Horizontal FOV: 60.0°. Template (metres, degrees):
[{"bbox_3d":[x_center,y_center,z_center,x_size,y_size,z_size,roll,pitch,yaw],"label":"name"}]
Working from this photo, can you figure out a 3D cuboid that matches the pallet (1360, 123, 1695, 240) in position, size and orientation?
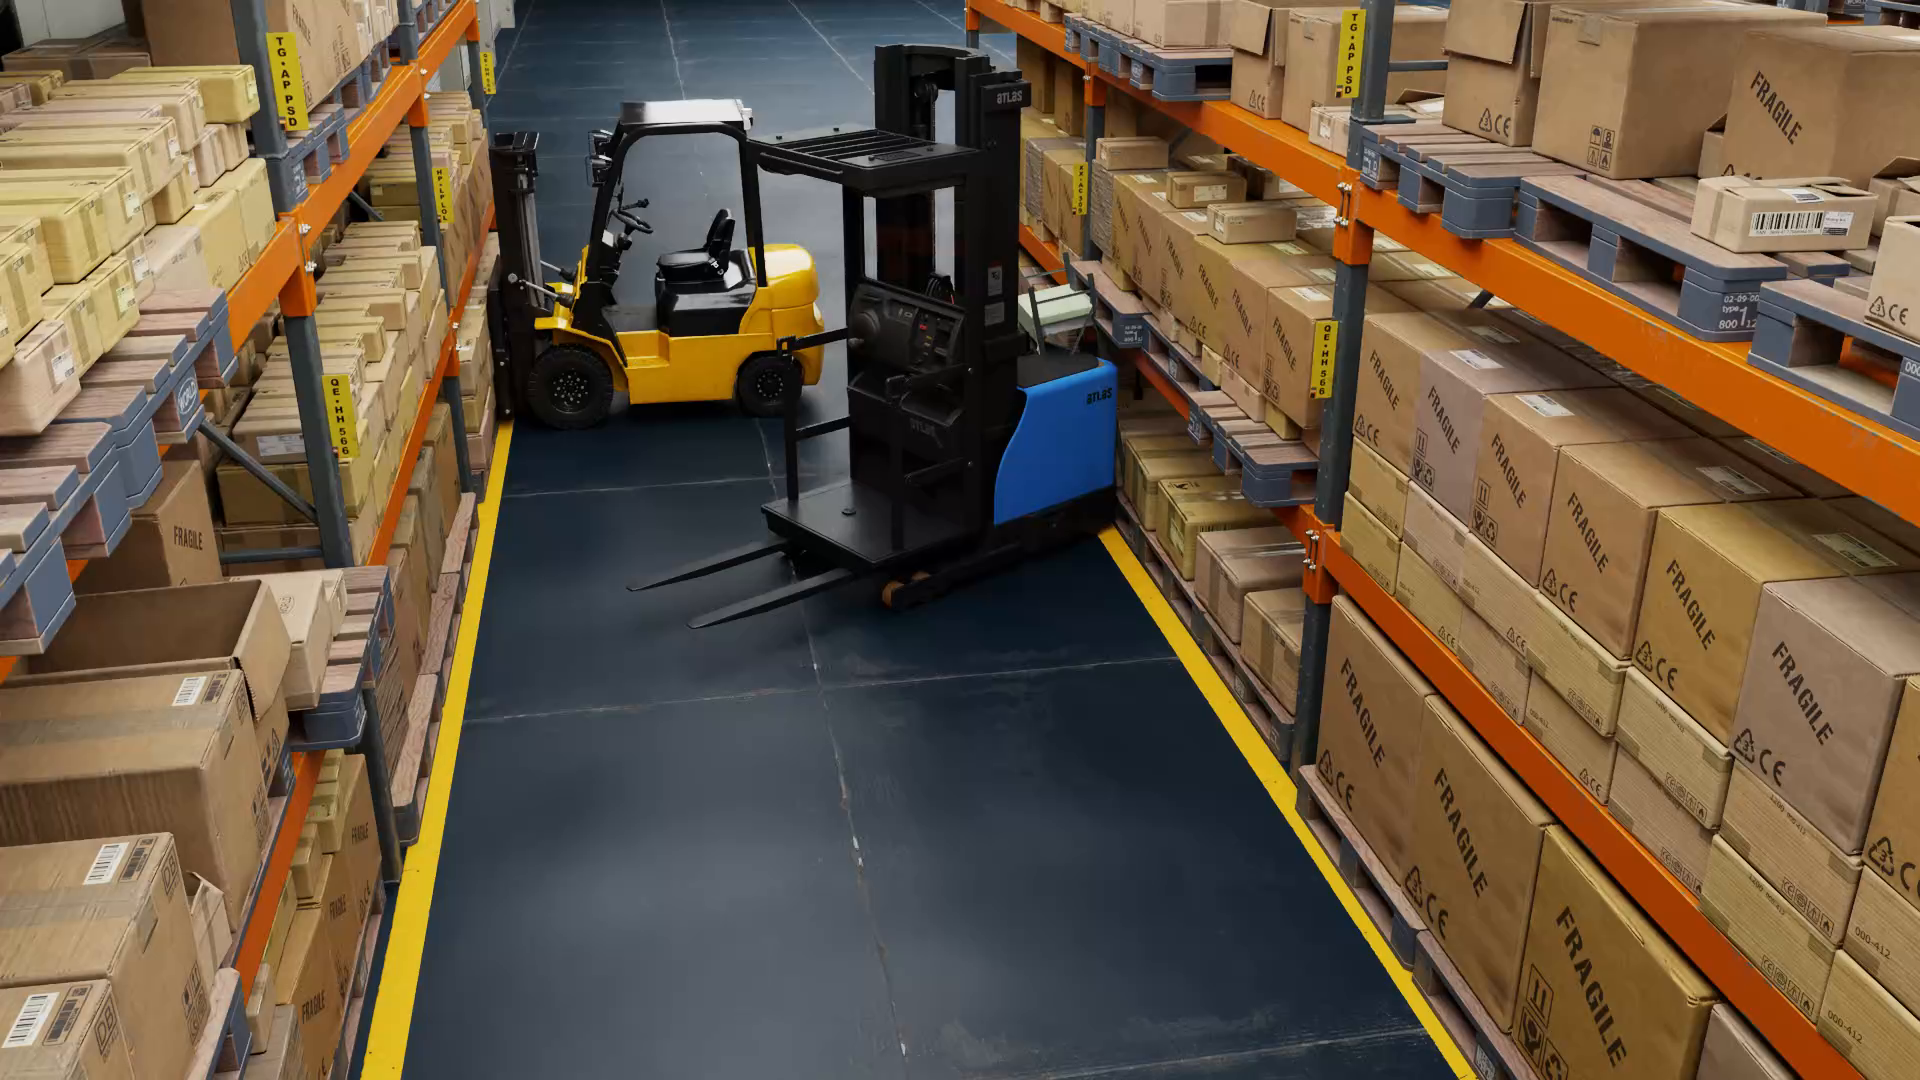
[{"bbox_3d":[2.205,-1.329,6.032,1.213,0.211,1.003,-3,24,-7],"label":"pallet"}]

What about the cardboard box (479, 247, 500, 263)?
[{"bbox_3d":[-3.831,-2.100,12.972,0.500,0.250,0.500,-4,24,-9],"label":"cardboard box"}]

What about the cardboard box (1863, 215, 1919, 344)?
[{"bbox_3d":[2.404,-0.574,3.655,0.500,0.311,0.500,-4,24,-10],"label":"cardboard box"}]

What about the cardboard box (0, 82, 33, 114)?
[{"bbox_3d":[-3.029,-1.279,5.000,0.380,0.149,0.250,-4,24,-9],"label":"cardboard box"}]

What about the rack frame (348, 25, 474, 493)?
[{"bbox_3d":[-3.584,-1.494,9.924,1.000,3.000,0.127,-4,24,-10],"label":"rack frame"}]

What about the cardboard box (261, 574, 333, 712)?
[{"bbox_3d":[-2.331,0.346,5.372,0.500,0.250,0.500,-5,24,-12],"label":"cardboard box"}]

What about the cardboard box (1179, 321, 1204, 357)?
[{"bbox_3d":[1.377,-1.082,8.769,0.380,0.149,0.250,-5,24,-11],"label":"cardboard box"}]

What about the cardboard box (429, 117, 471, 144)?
[{"bbox_3d":[-3.715,-2.927,11.897,0.380,0.149,0.250,-4,24,-9],"label":"cardboard box"}]

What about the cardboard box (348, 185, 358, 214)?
[{"bbox_3d":[-4.017,-2.145,10.479,0.380,0.149,0.250,-4,24,-8],"label":"cardboard box"}]

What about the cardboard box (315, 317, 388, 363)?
[{"bbox_3d":[-2.863,-0.918,7.669,0.380,0.149,0.250,-4,24,-9],"label":"cardboard box"}]

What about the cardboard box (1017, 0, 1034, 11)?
[{"bbox_3d":[0.628,-3.933,12.073,0.380,0.149,0.250,-5,24,-11],"label":"cardboard box"}]

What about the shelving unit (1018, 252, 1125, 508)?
[{"bbox_3d":[0.693,-0.985,10.521,0.431,1.500,0.755,-14,21,-4],"label":"shelving unit"}]

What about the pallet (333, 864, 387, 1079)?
[{"bbox_3d":[-2.743,1.653,6.201,1.003,0.211,1.213,-4,24,-10],"label":"pallet"}]

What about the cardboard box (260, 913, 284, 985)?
[{"bbox_3d":[-2.367,1.328,5.251,0.380,0.149,0.250,-5,24,-11],"label":"cardboard box"}]

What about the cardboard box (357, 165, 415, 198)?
[{"bbox_3d":[-3.506,-2.216,10.269,0.380,0.149,0.250,-4,24,-9],"label":"cardboard box"}]

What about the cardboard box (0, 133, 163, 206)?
[{"bbox_3d":[-2.250,-0.922,4.184,0.380,0.149,0.250,-4,24,-10],"label":"cardboard box"}]

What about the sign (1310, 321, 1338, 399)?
[{"bbox_3d":[1.502,-0.740,6.849,0.100,0.325,0.005,-4,24,-10],"label":"sign"}]

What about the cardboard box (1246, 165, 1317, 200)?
[{"bbox_3d":[1.815,-1.994,9.236,0.380,0.149,0.250,-5,24,-12],"label":"cardboard box"}]

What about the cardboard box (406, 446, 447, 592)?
[{"bbox_3d":[-3.340,-0.088,9.147,0.875,0.625,0.625,-5,24,-10],"label":"cardboard box"}]

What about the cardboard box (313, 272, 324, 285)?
[{"bbox_3d":[-3.659,-1.238,8.899,0.500,0.250,0.500,-5,24,-10],"label":"cardboard box"}]

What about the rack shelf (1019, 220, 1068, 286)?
[{"bbox_3d":[0.924,-2.320,12.713,1.077,0.370,4.000,-4,24,-10],"label":"rack shelf"}]

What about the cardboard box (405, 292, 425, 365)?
[{"bbox_3d":[-3.051,-1.077,8.531,0.500,0.250,0.500,-4,24,-9],"label":"cardboard box"}]

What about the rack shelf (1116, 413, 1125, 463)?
[{"bbox_3d":[0.757,-0.688,10.637,0.431,0.370,0.720,-14,21,-4],"label":"rack shelf"}]

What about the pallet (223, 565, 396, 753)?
[{"bbox_3d":[-2.650,0.428,5.761,1.213,0.211,1.003,-4,24,-10],"label":"pallet"}]

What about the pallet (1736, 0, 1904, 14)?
[{"bbox_3d":[5.999,-3.926,11.854,1.003,0.211,1.213,-4,24,-10],"label":"pallet"}]

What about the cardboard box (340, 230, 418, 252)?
[{"bbox_3d":[-3.237,-1.619,9.274,0.380,0.149,0.250,-5,24,-11],"label":"cardboard box"}]

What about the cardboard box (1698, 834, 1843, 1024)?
[{"bbox_3d":[2.349,0.994,4.414,0.500,0.250,0.500,-5,24,-10],"label":"cardboard box"}]

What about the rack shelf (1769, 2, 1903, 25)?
[{"bbox_3d":[5.770,-4.101,13.043,1.077,0.370,4.000,-4,24,-10],"label":"rack shelf"}]

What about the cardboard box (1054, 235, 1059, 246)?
[{"bbox_3d":[0.878,-2.157,11.754,0.380,0.149,0.250,-5,24,-10],"label":"cardboard box"}]

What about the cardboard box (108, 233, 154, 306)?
[{"bbox_3d":[-2.078,-0.595,3.781,0.380,0.149,0.250,-4,24,-9],"label":"cardboard box"}]

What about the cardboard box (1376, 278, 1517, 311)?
[{"bbox_3d":[2.178,-0.859,7.447,0.500,0.500,0.500,-5,24,-11],"label":"cardboard box"}]

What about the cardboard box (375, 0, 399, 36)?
[{"bbox_3d":[-3.210,-2.800,8.627,0.500,0.311,0.500,-5,24,-11],"label":"cardboard box"}]

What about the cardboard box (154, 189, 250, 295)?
[{"bbox_3d":[-2.417,-0.845,4.877,0.500,0.250,0.500,-4,24,-10],"label":"cardboard box"}]

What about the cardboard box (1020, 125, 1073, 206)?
[{"bbox_3d":[0.665,-2.809,12.436,0.500,0.500,0.500,-5,24,-11],"label":"cardboard box"}]

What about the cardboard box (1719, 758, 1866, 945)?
[{"bbox_3d":[2.353,0.772,4.298,0.500,0.250,0.500,-4,24,-8],"label":"cardboard box"}]

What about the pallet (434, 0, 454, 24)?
[{"bbox_3d":[-3.989,-3.641,11.201,1.003,0.211,1.213,-4,24,-10],"label":"pallet"}]

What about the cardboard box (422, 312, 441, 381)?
[{"bbox_3d":[-3.135,-1.049,9.092,0.500,0.250,0.500,-4,24,-10],"label":"cardboard box"}]

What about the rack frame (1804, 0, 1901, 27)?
[{"bbox_3d":[6.140,-2.269,11.698,1.000,3.000,0.127,-4,24,-10],"label":"rack frame"}]

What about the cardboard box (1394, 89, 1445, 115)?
[{"bbox_3d":[2.095,-1.840,7.135,0.396,0.266,0.258,-4,24,-10],"label":"cardboard box"}]

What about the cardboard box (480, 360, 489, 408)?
[{"bbox_3d":[-3.465,-1.067,11.231,0.500,0.250,0.500,-4,24,-10],"label":"cardboard box"}]

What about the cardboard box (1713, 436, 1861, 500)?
[{"bbox_3d":[2.661,-0.013,5.158,0.500,0.500,0.500,-5,24,-11],"label":"cardboard box"}]

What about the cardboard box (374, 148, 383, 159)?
[{"bbox_3d":[-4.161,-2.685,11.343,0.380,0.149,0.250,-4,24,-8],"label":"cardboard box"}]

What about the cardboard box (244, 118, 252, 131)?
[{"bbox_3d":[-2.610,-1.586,6.029,0.380,0.166,0.250,-4,24,-10],"label":"cardboard box"}]

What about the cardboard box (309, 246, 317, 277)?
[{"bbox_3d":[-3.686,-1.476,8.945,0.380,0.149,0.250,-4,24,-10],"label":"cardboard box"}]

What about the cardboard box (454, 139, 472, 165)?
[{"bbox_3d":[-3.723,-2.792,11.960,0.380,0.149,0.250,-4,24,-9],"label":"cardboard box"}]

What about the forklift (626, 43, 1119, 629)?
[{"bbox_3d":[-0.471,-1.179,9.287,3.031,2.935,1.130,-19,30,-37],"label":"forklift"}]

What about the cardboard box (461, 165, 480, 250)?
[{"bbox_3d":[-3.689,-2.336,11.726,0.500,0.500,0.500,-4,24,-9],"label":"cardboard box"}]

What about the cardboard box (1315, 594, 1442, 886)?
[{"bbox_3d":[2.079,0.769,6.871,0.875,0.875,0.875,-5,24,-10],"label":"cardboard box"}]

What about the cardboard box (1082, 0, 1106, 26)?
[{"bbox_3d":[1.008,-3.102,9.520,0.500,0.250,0.500,-5,24,-11],"label":"cardboard box"}]

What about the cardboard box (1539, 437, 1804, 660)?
[{"bbox_3d":[2.156,0.016,5.091,0.500,0.500,0.500,-4,24,-9],"label":"cardboard box"}]

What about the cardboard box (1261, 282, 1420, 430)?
[{"bbox_3d":[1.676,-0.823,7.364,0.500,0.500,0.500,-5,24,-11],"label":"cardboard box"}]

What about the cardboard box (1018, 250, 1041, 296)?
[{"bbox_3d":[0.622,-1.962,12.969,0.500,0.500,0.500,-4,24,-9],"label":"cardboard box"}]
